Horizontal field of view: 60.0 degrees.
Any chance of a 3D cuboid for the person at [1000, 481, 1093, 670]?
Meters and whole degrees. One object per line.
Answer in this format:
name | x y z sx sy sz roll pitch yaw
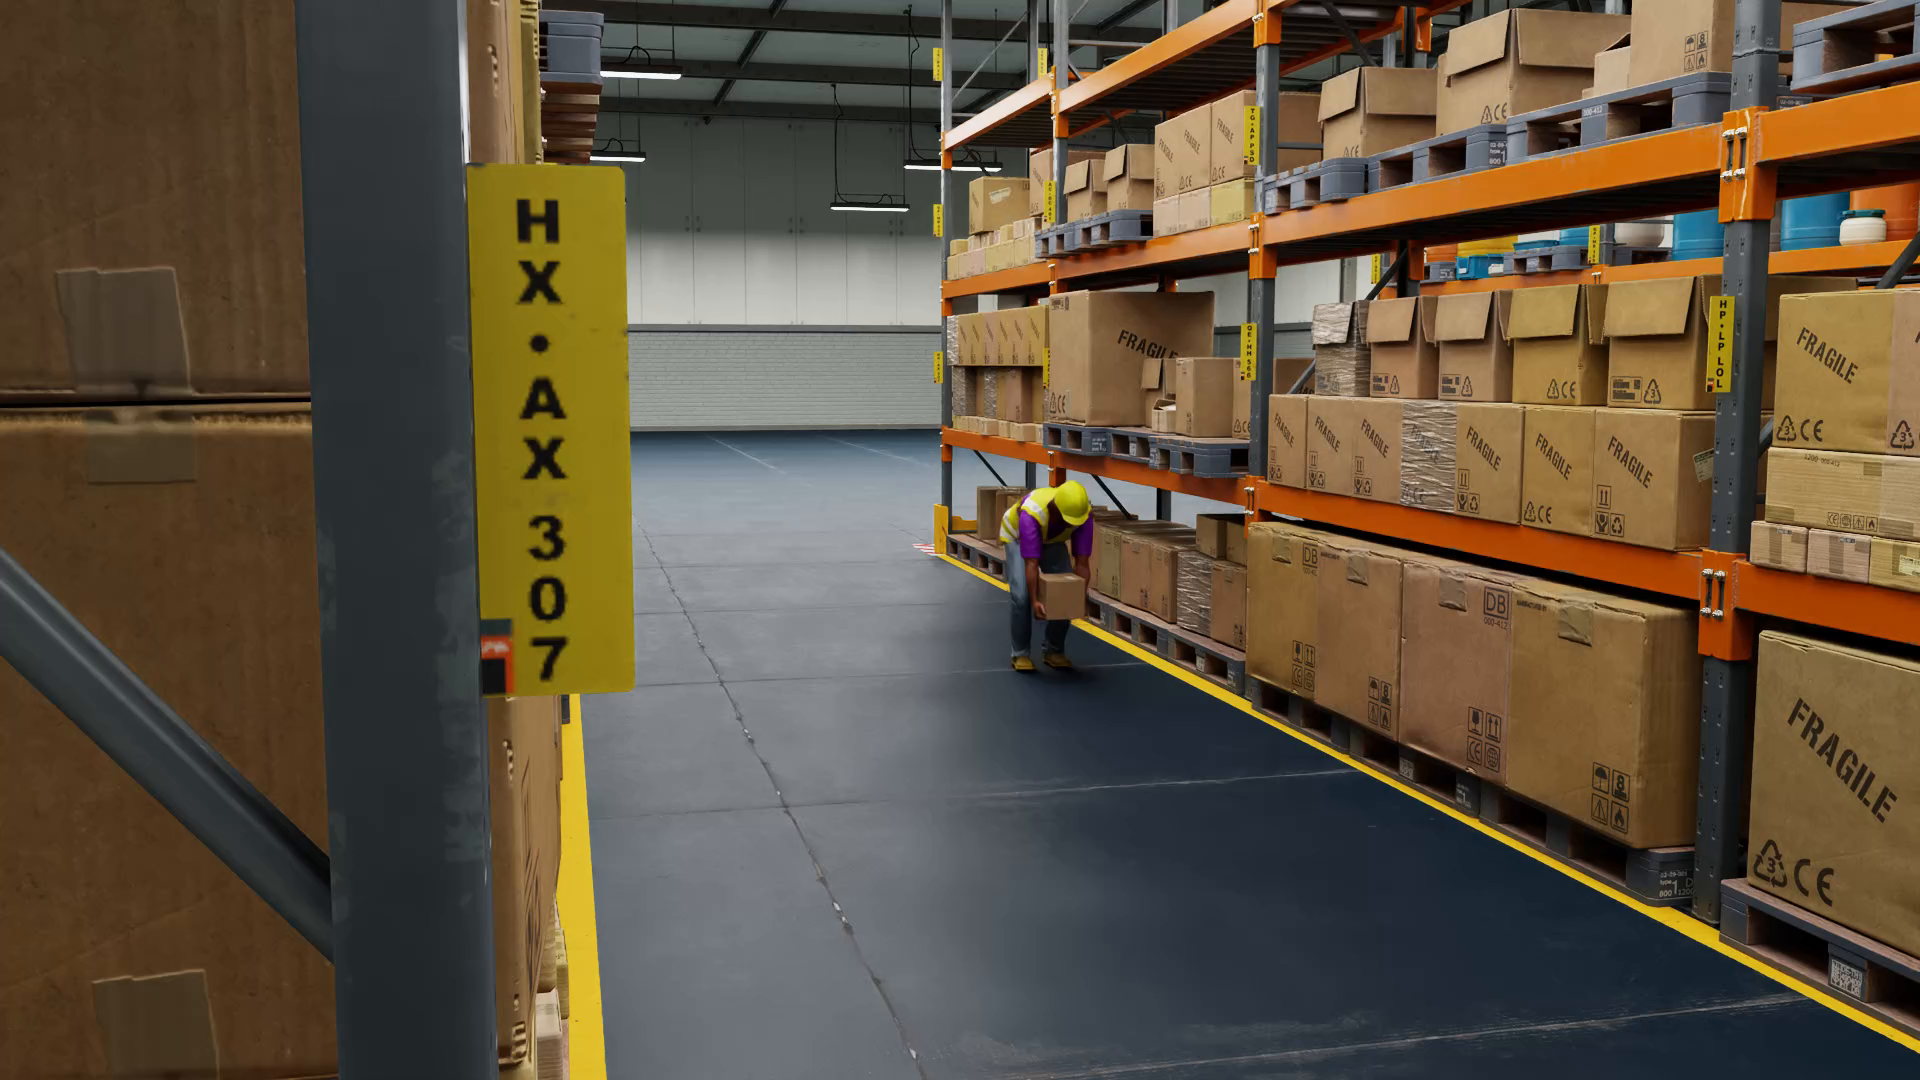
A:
person | 0.579 0.224 10.630 0.496 1.256 0.940 -2 6 -18
